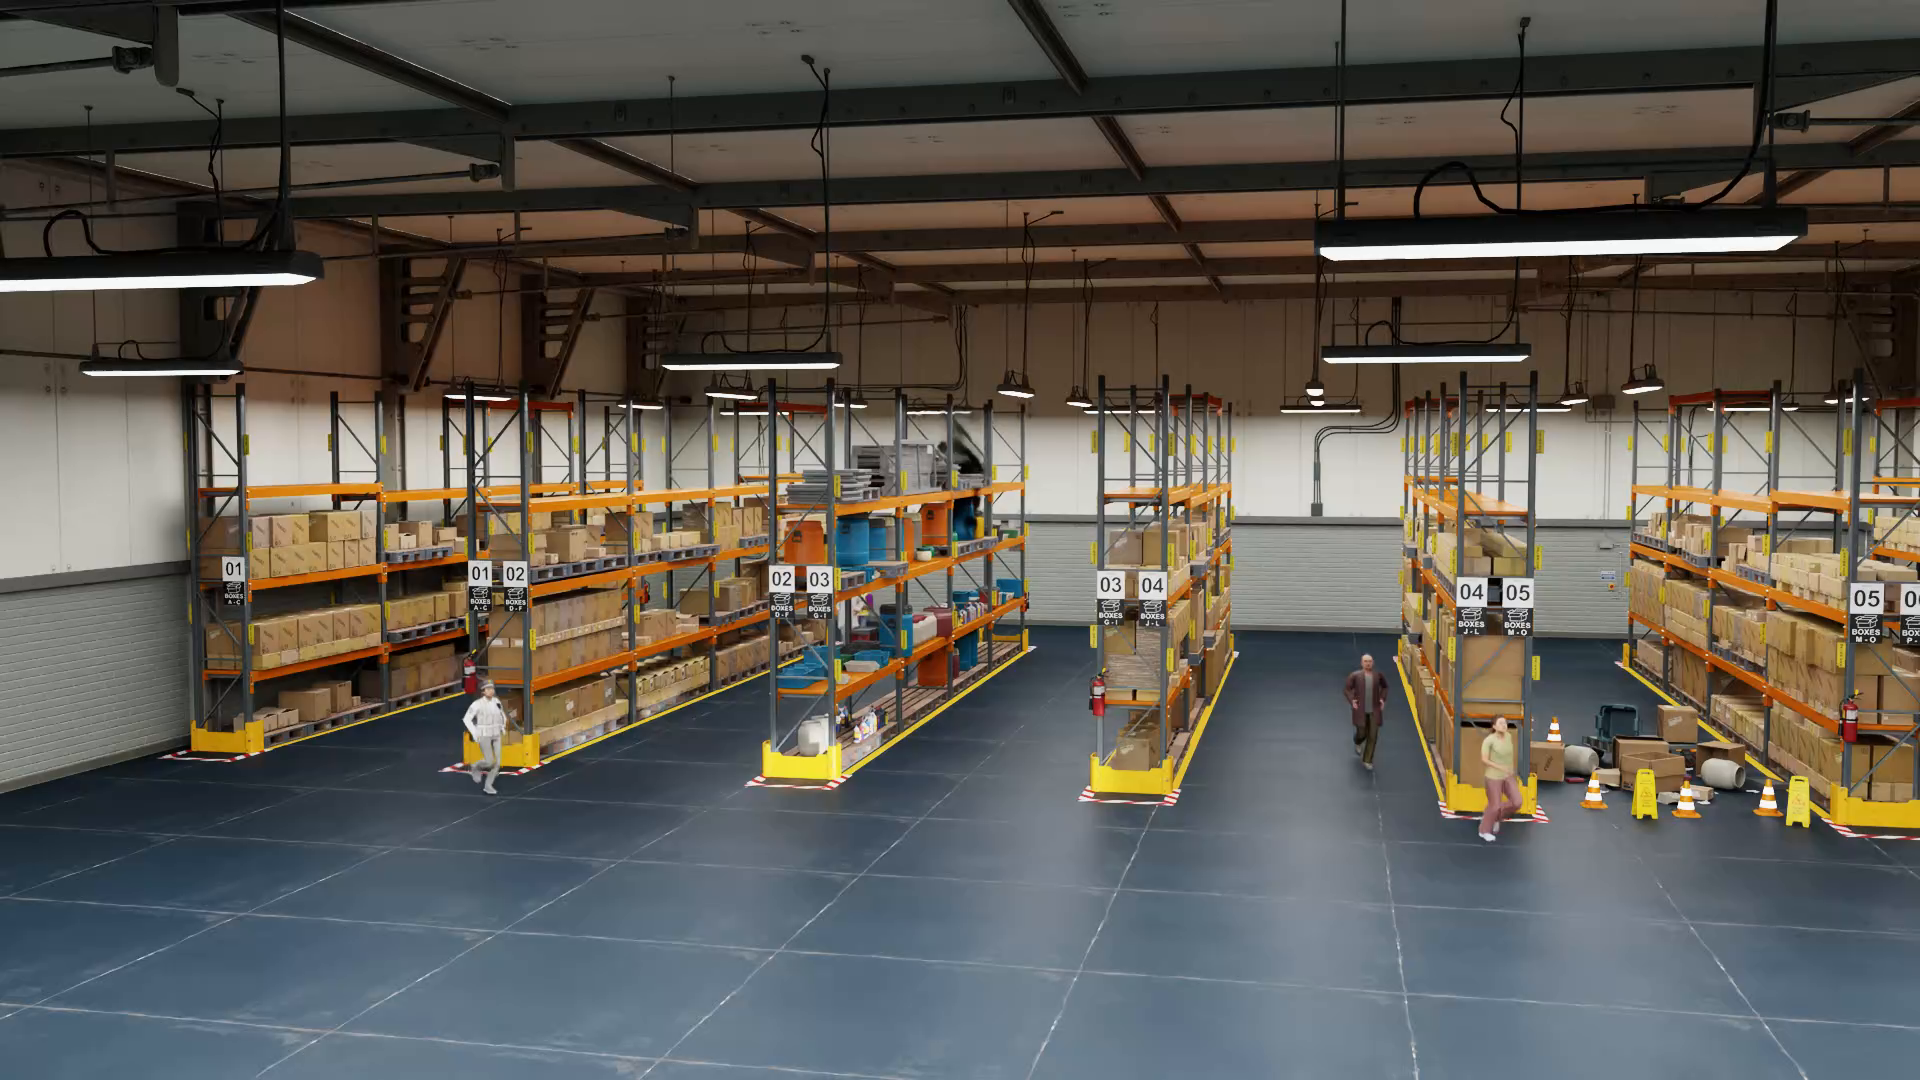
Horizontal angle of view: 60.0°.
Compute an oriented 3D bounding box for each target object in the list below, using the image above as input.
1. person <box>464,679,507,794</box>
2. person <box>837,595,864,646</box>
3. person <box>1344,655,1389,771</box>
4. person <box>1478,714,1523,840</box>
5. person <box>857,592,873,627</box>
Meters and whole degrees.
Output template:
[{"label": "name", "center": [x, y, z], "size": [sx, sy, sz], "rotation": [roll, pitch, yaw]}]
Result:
[{"label": "person", "center": [-6.791, 2.818, 23.934], "size": [0.548, 1.653, 0.620], "rotation": [3, 5, 44]}, {"label": "person", "center": [-2.496, 1.732, 37.058], "size": [0.708, 1.744, 0.597], "rotation": [0, 3, 4]}, {"label": "person", "center": [6.335, 2.655, 25.885], "size": [0.710, 1.753, 0.851], "rotation": [0, 3, 4]}, {"label": "person", "center": [6.799, 2.992, 20.907], "size": [0.598, 1.623, 0.654], "rotation": [-1, 3, -20]}, {"label": "person", "center": [-2.340, 1.779, 38.488], "size": [0.674, 1.767, 0.725], "rotation": [0, 3, -1]}]
